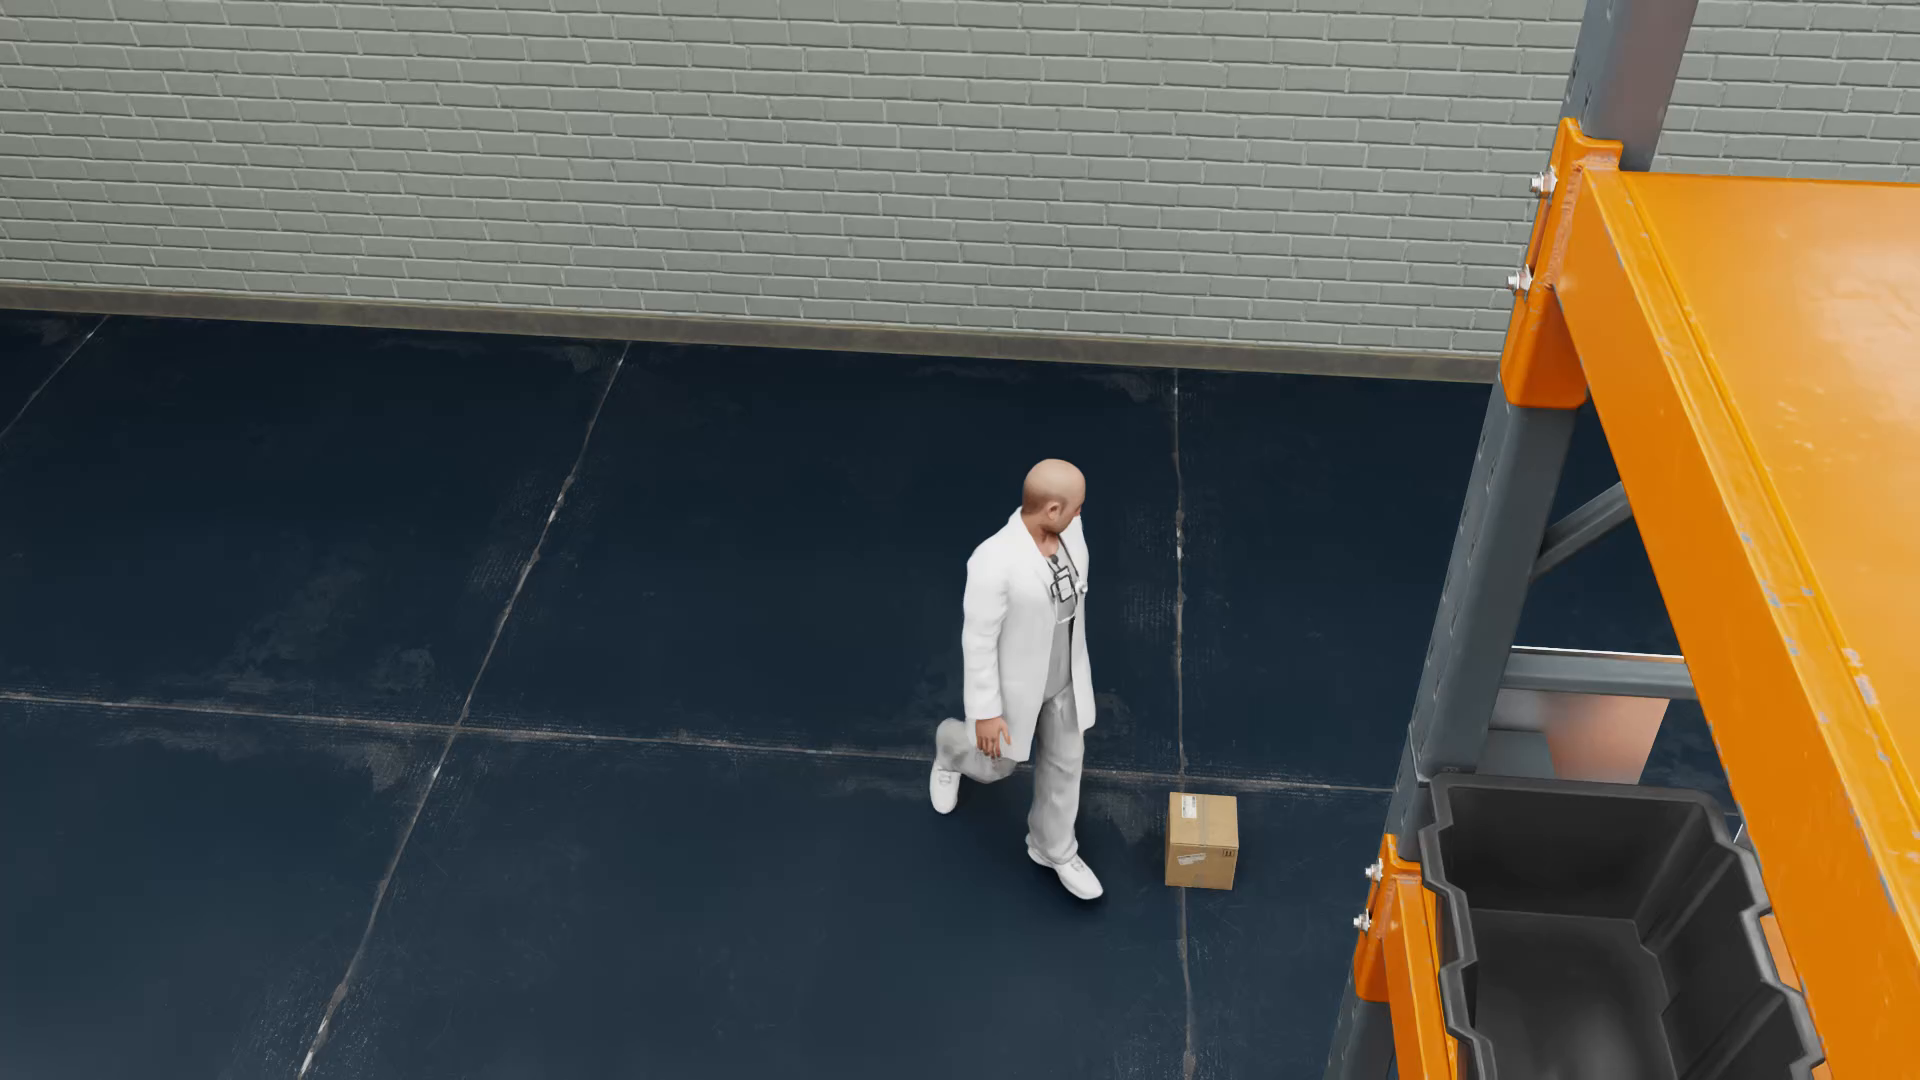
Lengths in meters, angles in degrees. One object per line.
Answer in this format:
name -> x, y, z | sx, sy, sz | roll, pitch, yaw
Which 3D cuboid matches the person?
person -> 0.211, 0.468, 5.895 | 0.628, 1.752, 0.911 | -27, 47, -29
